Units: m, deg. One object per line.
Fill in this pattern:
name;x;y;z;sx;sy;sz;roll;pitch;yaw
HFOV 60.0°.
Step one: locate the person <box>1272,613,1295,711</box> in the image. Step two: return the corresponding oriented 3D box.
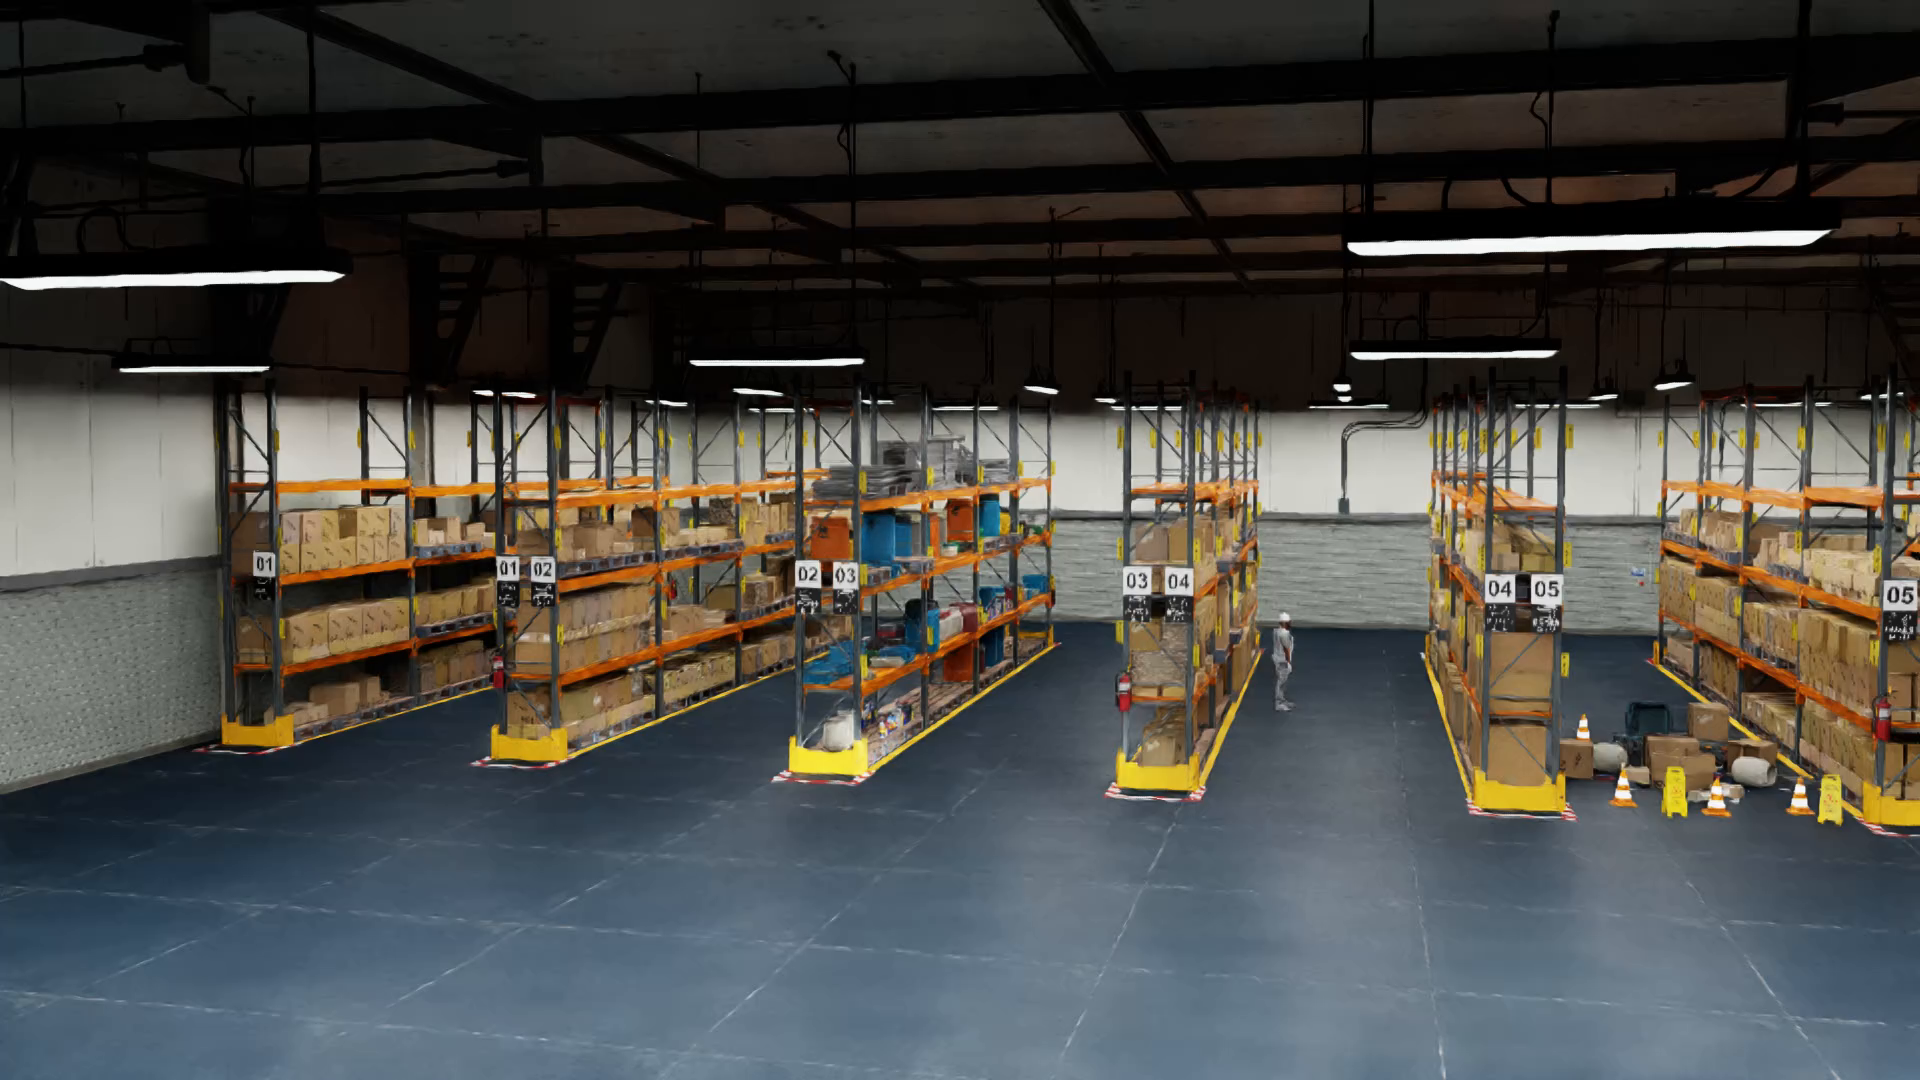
person;6.023;2.244;30.779;0.477;1.789;0.634;0;3;-7
